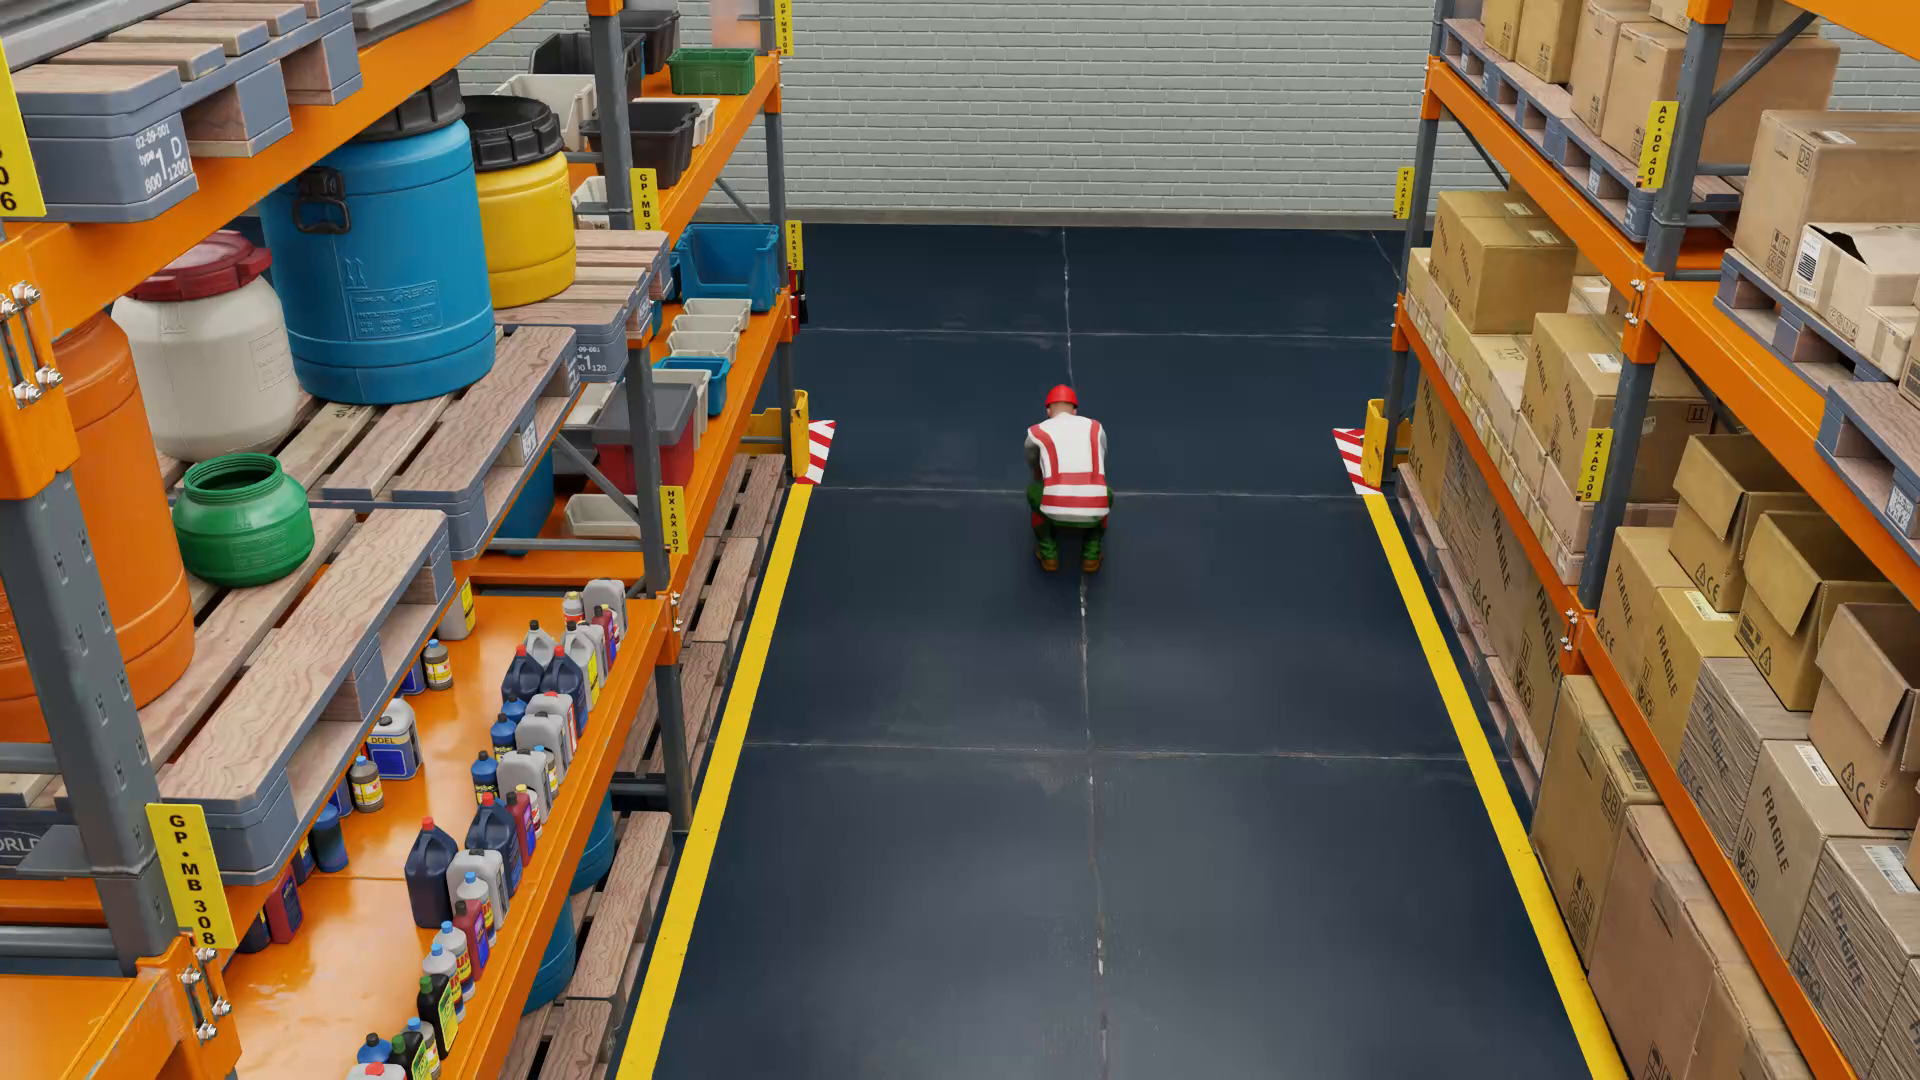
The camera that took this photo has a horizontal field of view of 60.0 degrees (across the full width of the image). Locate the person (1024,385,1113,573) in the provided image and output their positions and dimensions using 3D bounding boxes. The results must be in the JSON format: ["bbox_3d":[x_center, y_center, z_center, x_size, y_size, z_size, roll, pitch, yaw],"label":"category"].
[{"bbox_3d":[0.663,-0.368,10.153,0.548,1.000,0.886,0,28,1],"label":"person"}]
